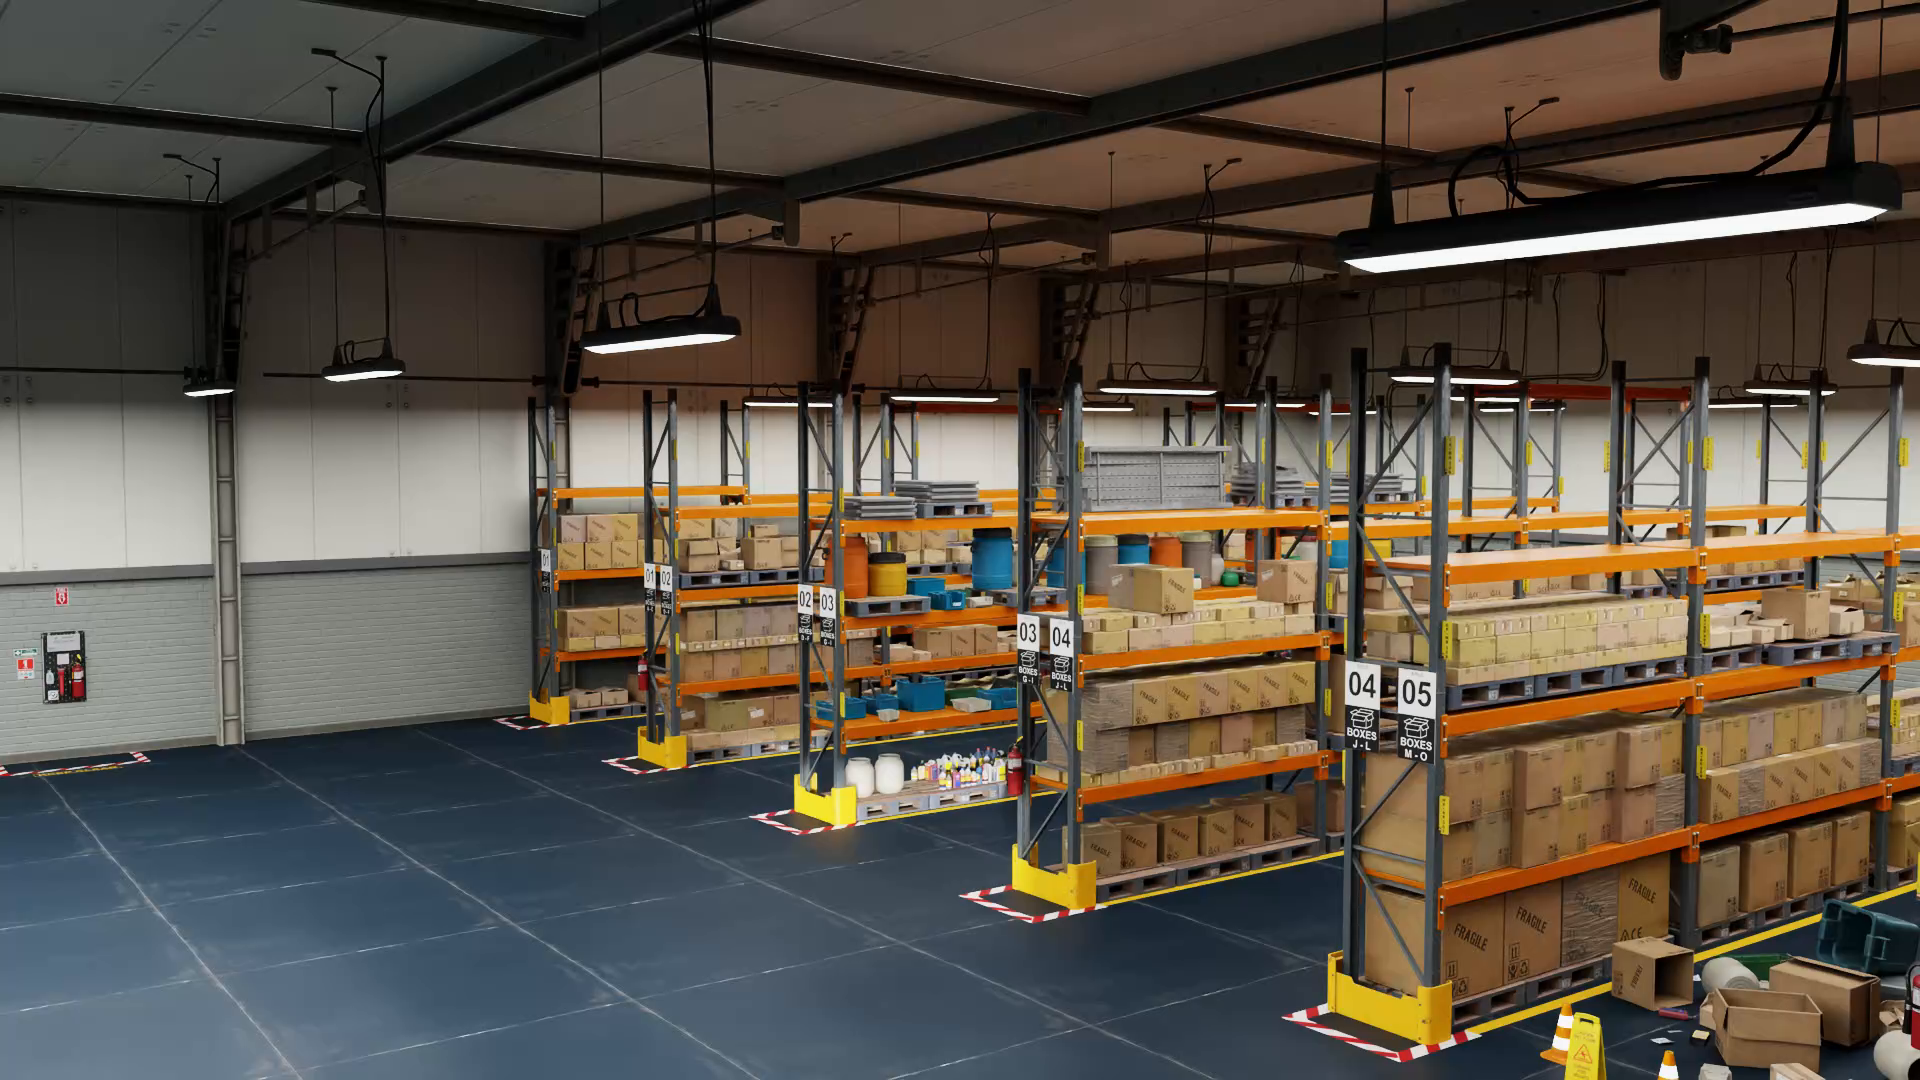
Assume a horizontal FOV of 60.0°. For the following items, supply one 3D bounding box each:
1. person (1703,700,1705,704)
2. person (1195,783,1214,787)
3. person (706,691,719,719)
[{"bbox_3d":[10.322,2.998,23.394,0.343,1.614,0.526,1,3,14],"label":"person"},{"bbox_3d":[3.658,2.789,25.003,0.455,1.792,0.583,2,4,31],"label":"person"},{"bbox_3d":[-4.441,2.568,30.315,0.428,1.692,0.502,2,4,35],"label":"person"}]
